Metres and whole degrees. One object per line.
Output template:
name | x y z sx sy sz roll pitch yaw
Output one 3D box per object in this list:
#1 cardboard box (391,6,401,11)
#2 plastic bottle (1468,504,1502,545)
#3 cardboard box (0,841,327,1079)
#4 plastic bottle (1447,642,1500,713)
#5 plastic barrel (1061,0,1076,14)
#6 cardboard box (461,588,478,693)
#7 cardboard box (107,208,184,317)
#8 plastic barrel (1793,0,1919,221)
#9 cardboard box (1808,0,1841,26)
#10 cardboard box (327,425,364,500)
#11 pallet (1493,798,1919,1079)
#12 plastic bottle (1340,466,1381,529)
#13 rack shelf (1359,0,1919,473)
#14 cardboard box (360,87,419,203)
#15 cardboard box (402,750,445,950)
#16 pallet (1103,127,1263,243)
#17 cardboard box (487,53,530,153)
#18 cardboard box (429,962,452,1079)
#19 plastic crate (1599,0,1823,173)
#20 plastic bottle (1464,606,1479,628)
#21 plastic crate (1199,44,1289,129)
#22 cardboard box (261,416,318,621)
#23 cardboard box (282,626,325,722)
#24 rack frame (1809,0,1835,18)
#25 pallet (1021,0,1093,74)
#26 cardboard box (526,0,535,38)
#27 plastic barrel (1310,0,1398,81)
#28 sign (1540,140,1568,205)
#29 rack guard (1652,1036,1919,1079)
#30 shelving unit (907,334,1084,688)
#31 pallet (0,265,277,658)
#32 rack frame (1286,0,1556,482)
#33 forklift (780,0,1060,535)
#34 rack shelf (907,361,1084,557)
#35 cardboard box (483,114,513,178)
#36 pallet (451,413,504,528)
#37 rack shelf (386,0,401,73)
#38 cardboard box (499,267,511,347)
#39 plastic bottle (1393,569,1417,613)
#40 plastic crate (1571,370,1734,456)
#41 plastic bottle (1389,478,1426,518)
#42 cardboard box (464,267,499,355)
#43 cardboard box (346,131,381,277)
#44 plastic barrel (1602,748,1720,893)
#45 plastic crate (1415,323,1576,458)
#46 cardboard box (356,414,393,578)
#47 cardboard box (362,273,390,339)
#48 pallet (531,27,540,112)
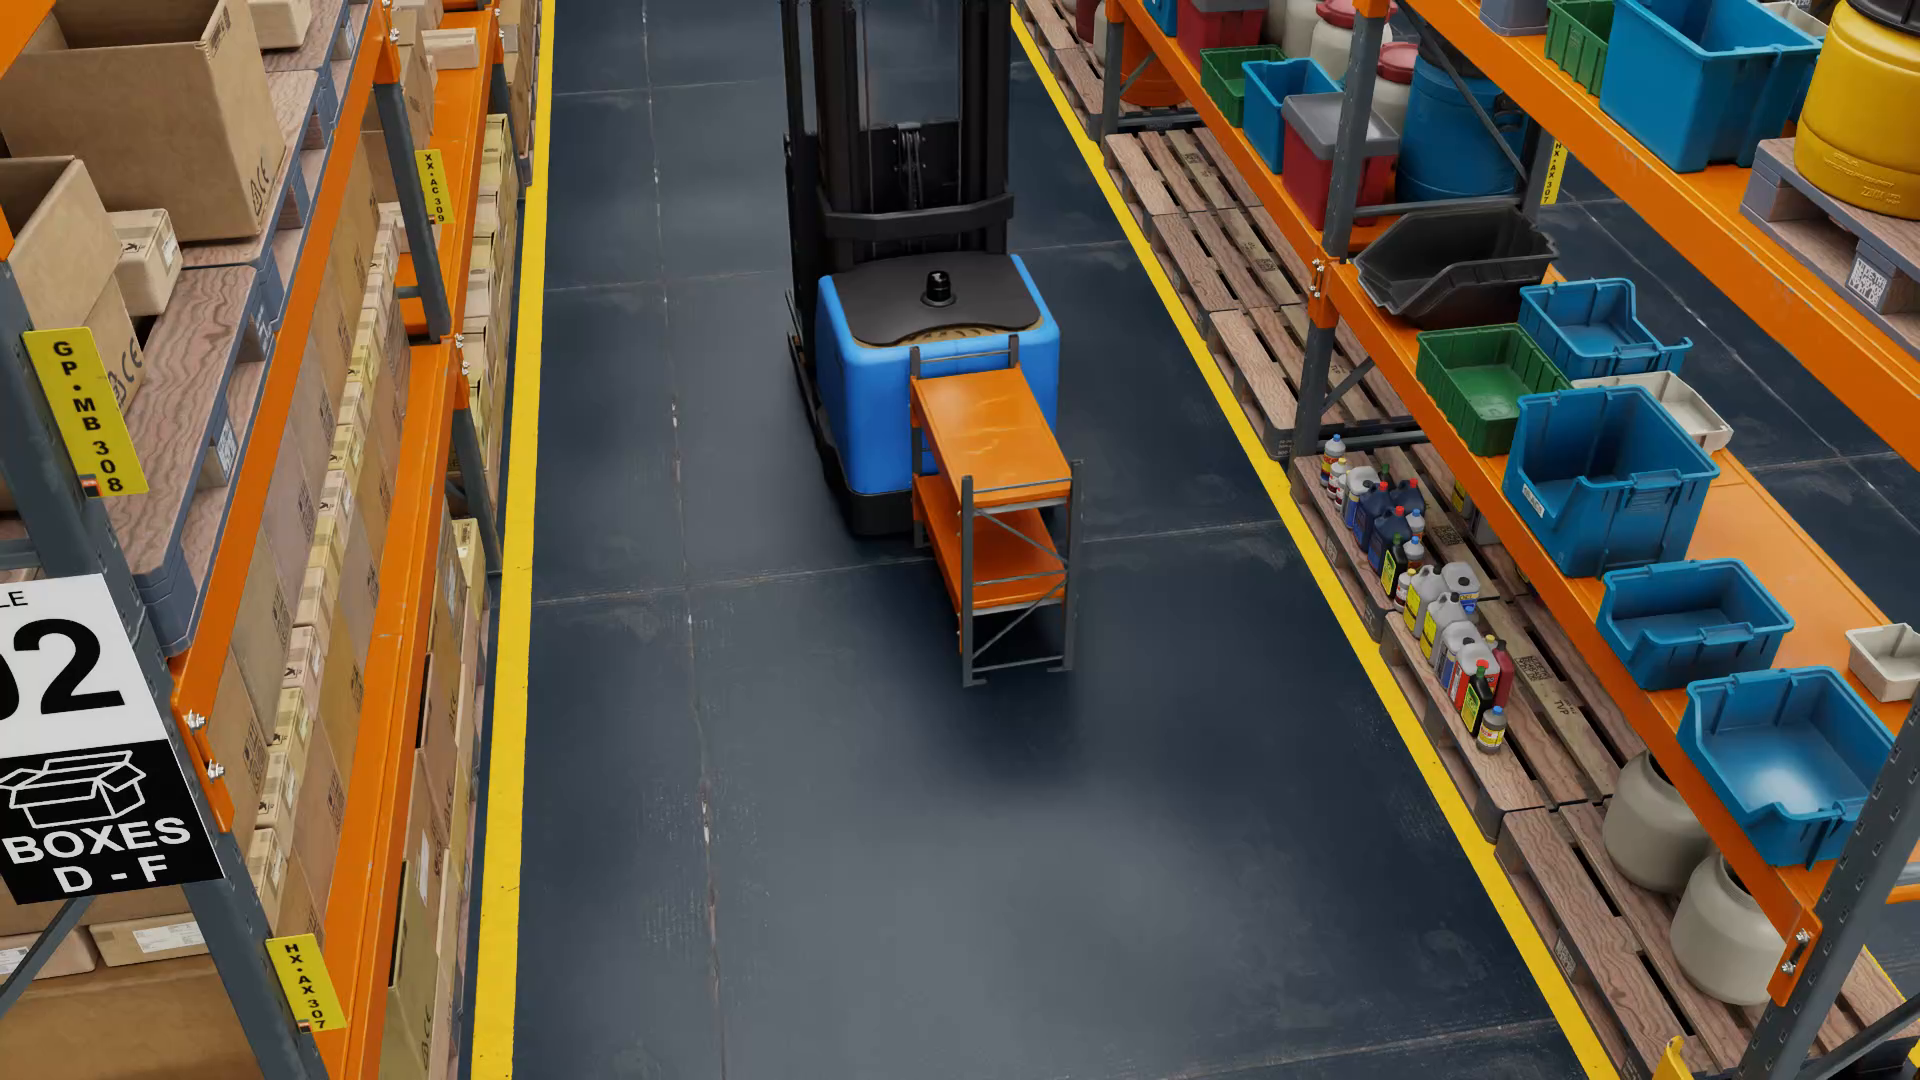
cardboard box | -3.425 -2.825 9.414 0.500 0.311 0.500 -7 38 -8
plastic bottle | 2.477 -0.129 7.732 0.152 0.276 0.135 -6 38 -8
cardboard box | -2.058 1.088 4.223 0.700 0.500 0.500 -6 38 -8
plastic bottle | 2.118 0.565 6.839 0.152 0.276 0.135 -6 38 -8
plastic barrel | 0.999 -4.442 13.108 0.421 0.512 0.421 0 38 0
cardboard box | -2.315 0.475 6.993 0.500 0.250 0.500 -6 38 -8
cardboard box | -2.021 -0.625 3.813 0.380 0.149 0.250 -6 38 -8
plastic barrel | 2.564 -1.219 4.334 0.600 0.588 0.600 0 38 0
cardboard box | 6.262 -4.230 12.539 1.225 0.875 0.875 -8 39 -10
cardboard box | -2.160 -0.232 5.394 0.380 0.149 0.250 -5 38 -6
pallet | 2.692 1.450 6.112 1.003 0.211 1.213 -6 38 -8
plastic bottle | 1.896 -0.202 7.826 0.152 0.276 0.135 -5 38 -6
rack shelf | 2.538 -1.228 5.427 1.077 0.370 4.000 -6 38 -8
cardboard box | -2.900 -1.828 7.977 0.500 0.500 0.500 -4 38 -5
cardboard box | -2.053 1.085 5.597 0.500 0.500 0.500 -6 38 -8
pallet | 1.584 -2.378 11.039 1.003 0.211 1.213 -6 38 -8
cardboard box | -3.189 -2.913 11.134 0.500 0.500 0.500 -5 38 -6
cardboard box | -1.955 1.682 5.439 0.500 0.250 0.500 -6 38 -8
plastic crate | 2.258 -1.417 5.097 0.392 0.384 0.575 -6 38 -8
plastic bottle | 2.172 0.372 7.149 0.097 0.201 0.097 0 38 0
plastic crate | 1.605 -2.473 9.061 0.450 0.188 0.662 -6 38 -8
cardboard box | -2.254 -0.078 4.666 0.700 0.500 0.500 -6 38 -8
cardboard box | -1.978 0.392 4.590 0.380 0.149 0.250 -7 38 -9
rack frame | 6.363 -4.484 11.477 1.000 3.000 0.127 -6 38 -8
pallet | 1.097 -4.057 13.201 1.003 0.211 1.213 -6 38 -8
cardboard box | -3.558 -4.154 12.731 0.500 0.500 0.500 -6 38 -7
plastic barrel | 2.107 -2.634 8.984 0.433 0.535 0.433 0 38 0
sign | 2.731 -1.697 7.664 0.100 0.325 0.005 -6 38 -8
rack guard | 2.829 1.827 5.391 1.175 0.500 0.348 -6 38 -8
shelving unit | 0.137 -0.142 7.416 0.538 1.125 1.048 -8 39 -10
pallet | -2.087 -0.169 3.549 1.003 0.211 1.213 -6 38 -8
rack frame | 2.188 -1.536 7.682 1.000 3.000 0.127 -6 38 -8
forklift | -0.354 -2.087 8.447 1.130 2.935 3.031 -8 39 -10
rack shelf | 0.137 -0.373 7.236 0.538 0.278 1.000 -8 39 -10
cardboard box | -3.057 -2.433 10.278 0.500 0.311 0.500 -5 38 -7
pallet | -2.857 -0.345 8.422 1.003 0.211 1.213 -6 38 -8
rack shelf | -3.040 -3.114 7.854 1.077 0.370 4.000 -6 38 -8
cardboard box | -2.786 -1.284 9.257 0.500 0.250 0.500 -6 38 -7
plastic bottle | 1.980 0.215 7.350 0.097 0.201 0.097 0 38 0
plastic crate | 2.722 -0.478 6.535 0.530 0.136 0.437 -6 38 -8
plastic bottle | 2.063 -0.147 7.694 0.144 0.351 0.185 -6 38 -8
cardboard box | -2.691 -1.198 8.689 0.500 0.311 0.500 -7 38 -9
cardboard box | -2.606 -1.290 6.226 0.700 0.500 0.500 -6 38 -8
plastic barrel | 2.611 1.005 6.097 0.421 0.512 0.421 0 38 0
plastic crate | 2.148 -0.602 6.652 0.450 0.188 0.662 -6 38 -8
cardboard box | -2.423 -0.156 5.824 0.700 0.500 0.500 -6 38 -7
cardboard box | -2.341 -0.852 6.191 0.380 0.149 0.250 -7 38 -9
pallet | -3.695 -3.510 12.496 1.003 0.211 1.213 -6 38 -8
